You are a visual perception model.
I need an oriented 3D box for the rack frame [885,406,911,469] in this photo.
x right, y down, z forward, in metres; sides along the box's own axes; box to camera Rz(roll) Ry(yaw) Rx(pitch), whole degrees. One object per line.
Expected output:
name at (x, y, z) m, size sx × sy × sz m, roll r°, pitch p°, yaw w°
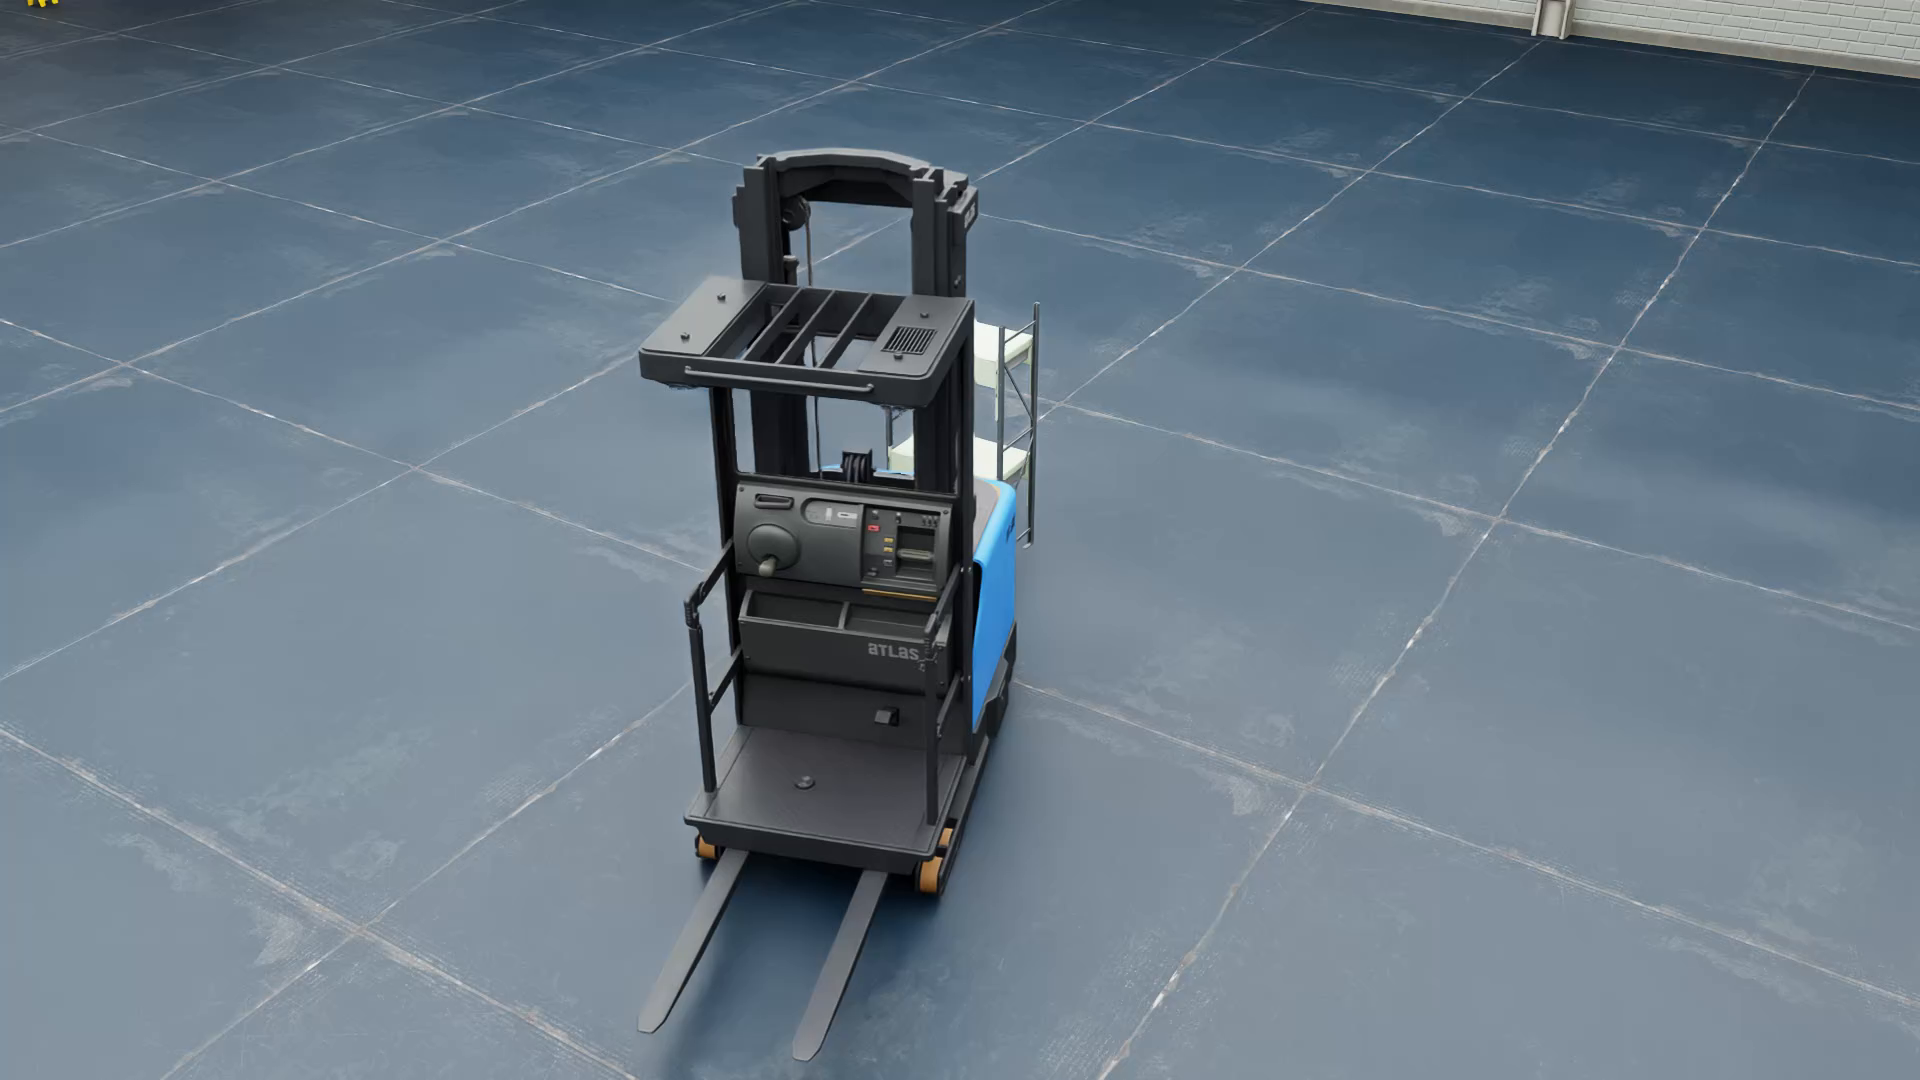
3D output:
rack frame at (-0.304, -0.744, 9.537) m, size 0.023 × 1.500 × 0.400 m, roll 18°, pitch 35°, yaw 27°

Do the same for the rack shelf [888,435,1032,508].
rack shelf at (0.006, -0.364, 9.533) m, size 0.720 × 0.370 × 0.431 m, roll 18°, pitch 35°, yaw 27°

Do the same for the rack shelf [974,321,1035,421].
rack shelf at (0.006, -0.983, 9.172) m, size 0.720 × 0.370 × 0.431 m, roll 18°, pitch 35°, yaw 27°

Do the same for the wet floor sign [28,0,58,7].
wet floor sign at (-12.008, -7.297, 21.617) m, size 0.232 × 0.644 × 0.267 m, roll 12°, pitch 32°, yaw 19°

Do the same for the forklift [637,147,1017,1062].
forklift at (-0.539, 0.044, 6.765) m, size 1.130 × 2.935 × 3.031 m, roll 7°, pitch 31°, yaw 11°

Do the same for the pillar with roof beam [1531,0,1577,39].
pillar with roof beam at (4.943, -8.238, 14.941) m, size 0.400 × 9.000 × 9.100 m, roll 18°, pitch 35°, yaw 27°

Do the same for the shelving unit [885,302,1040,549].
shelving unit at (0.006, -0.646, 9.369) m, size 0.755 × 1.500 × 0.431 m, roll 18°, pitch 35°, yaw 27°

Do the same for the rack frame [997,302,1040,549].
rack frame at (0.316, -0.548, 9.201) m, size 0.023 × 1.500 × 0.400 m, roll 18°, pitch 35°, yaw 27°
